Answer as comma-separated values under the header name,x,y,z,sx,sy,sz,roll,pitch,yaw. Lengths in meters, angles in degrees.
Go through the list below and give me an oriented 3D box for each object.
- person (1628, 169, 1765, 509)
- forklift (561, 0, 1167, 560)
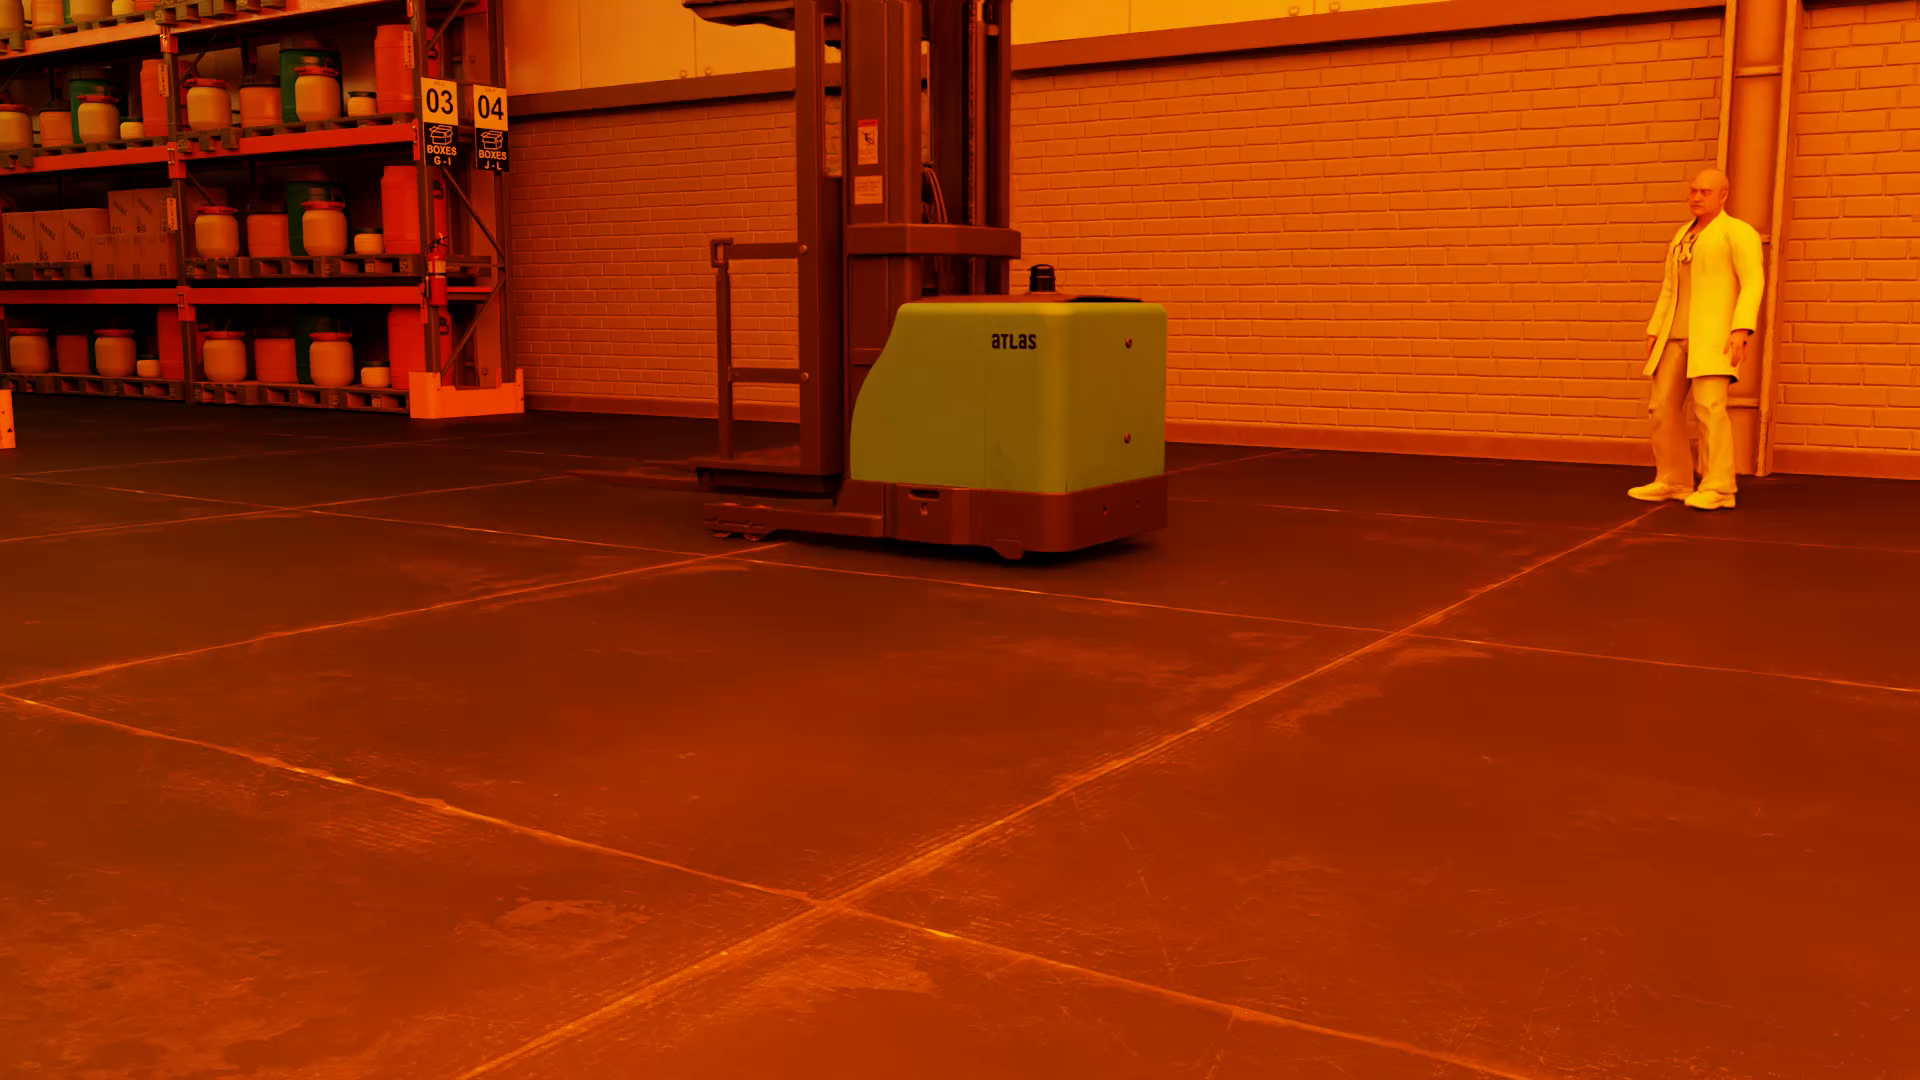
name,x,y,z,sx,sy,sz,roll,pitch,yaw
person,3.903,-1.072,8.859,0.442,1.770,0.767,-3,9,-21
forklift,-0.581,-1.501,7.747,3.031,2.935,1.130,5,10,33
